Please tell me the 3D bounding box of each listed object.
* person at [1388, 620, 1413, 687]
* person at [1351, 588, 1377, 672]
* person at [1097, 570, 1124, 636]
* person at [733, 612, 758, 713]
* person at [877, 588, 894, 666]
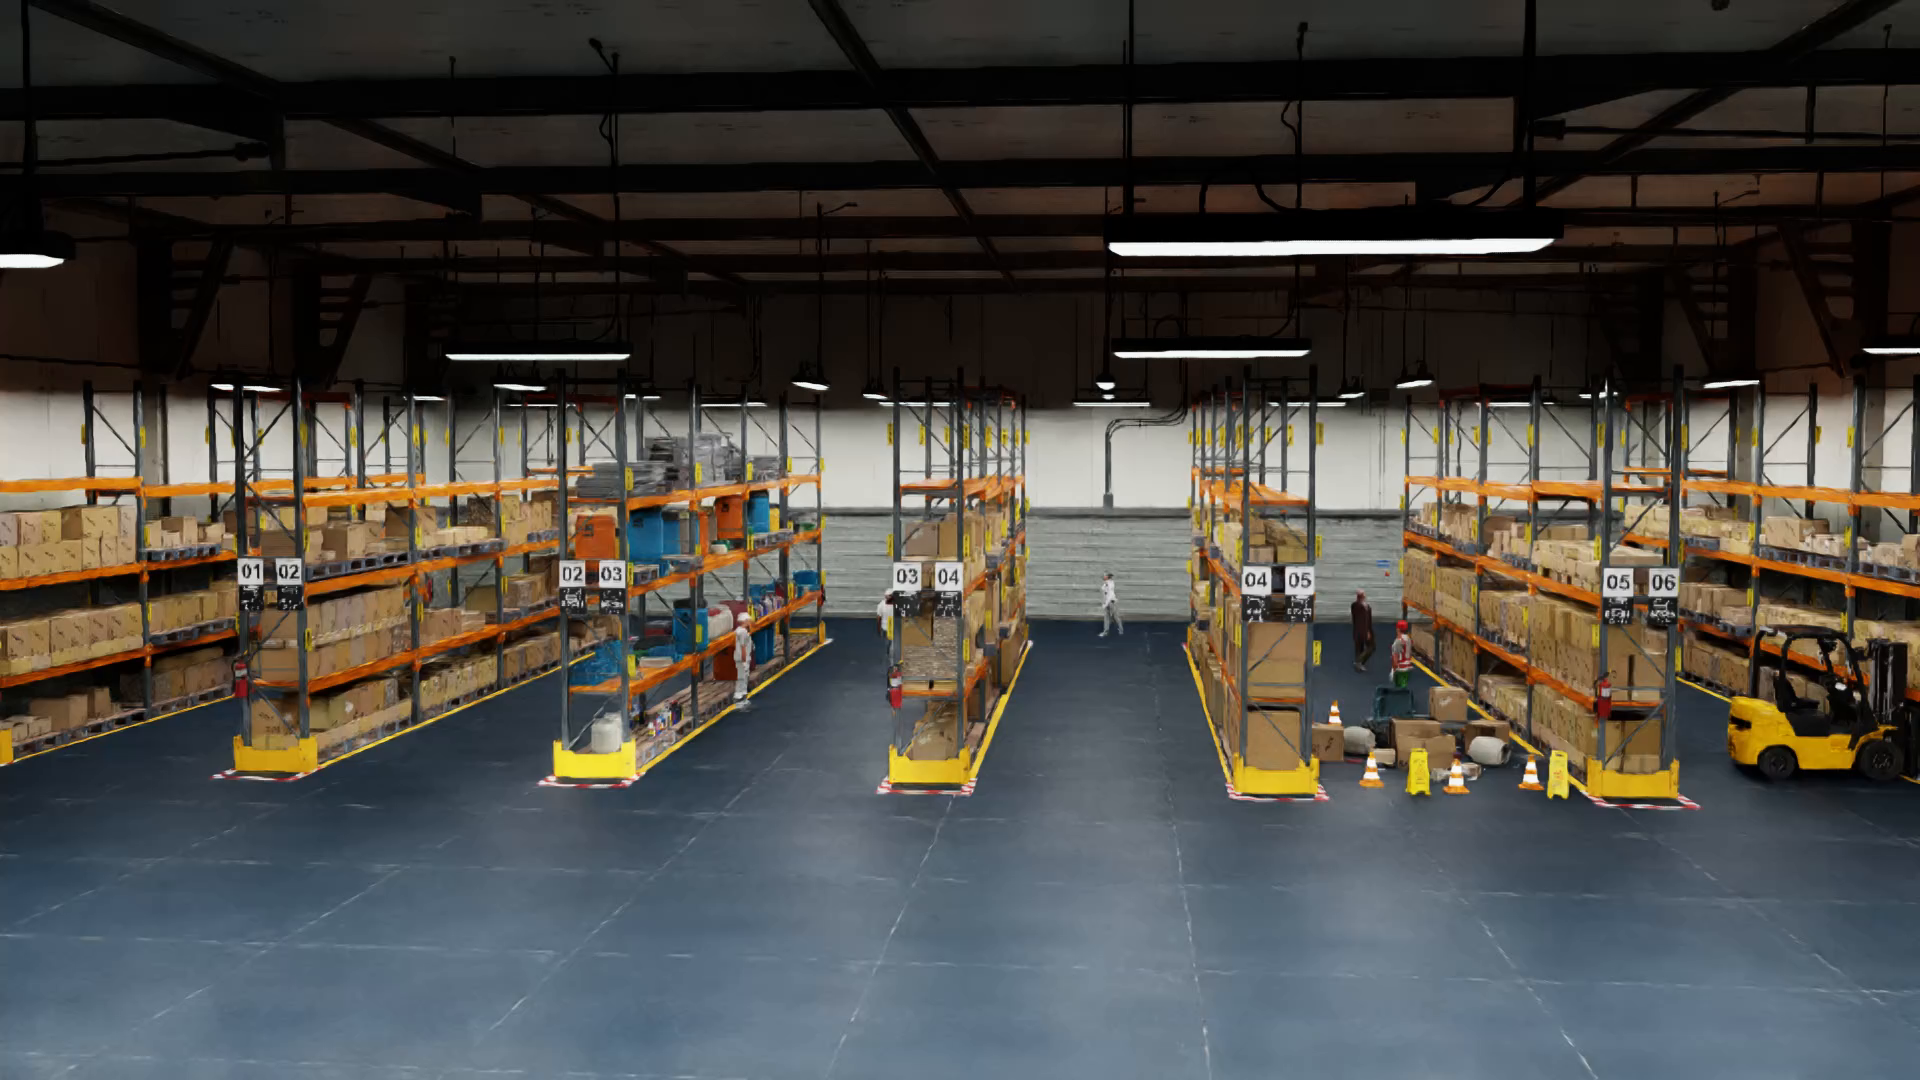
[{"bbox_3d":[7.696,2.287,29.147,0.575,1.790,0.653,2,4,33],"label":"person"},{"bbox_3d":[8.538,1.917,35.317,0.515,1.777,0.628,-1,4,-22],"label":"person"},{"bbox_3d":[3.798,1.578,41.794,0.683,1.658,0.493,-2,4,-23],"label":"person"},{"bbox_3d":[-3.898,2.209,30.242,0.468,1.794,0.625,-1,4,-13],"label":"person"},{"bbox_3d":[-1.539,1.888,36.356,0.574,1.691,1.121,1,4,8],"label":"person"}]
